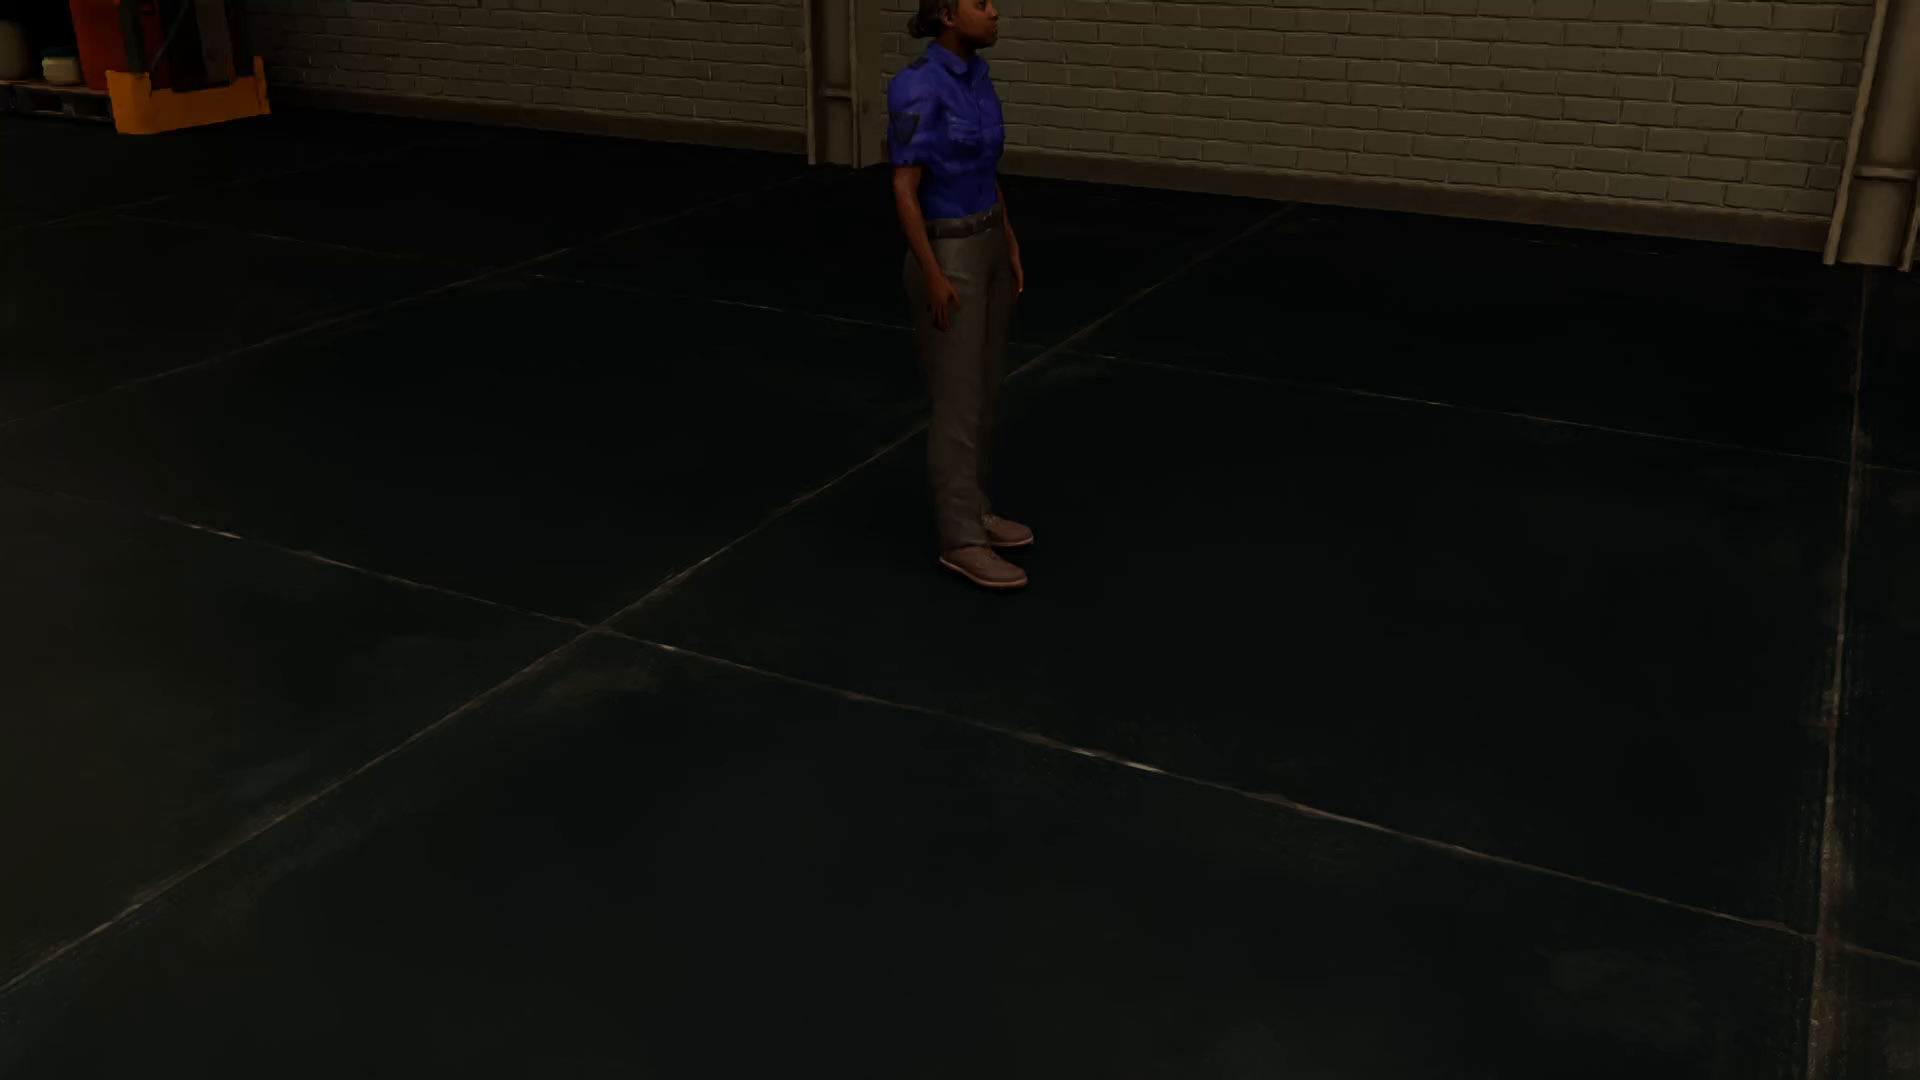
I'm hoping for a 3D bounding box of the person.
[{"bbox_3d":[0.069,-0.746,4.688,0.503,1.654,0.570,11,25,25],"label":"person"}]
